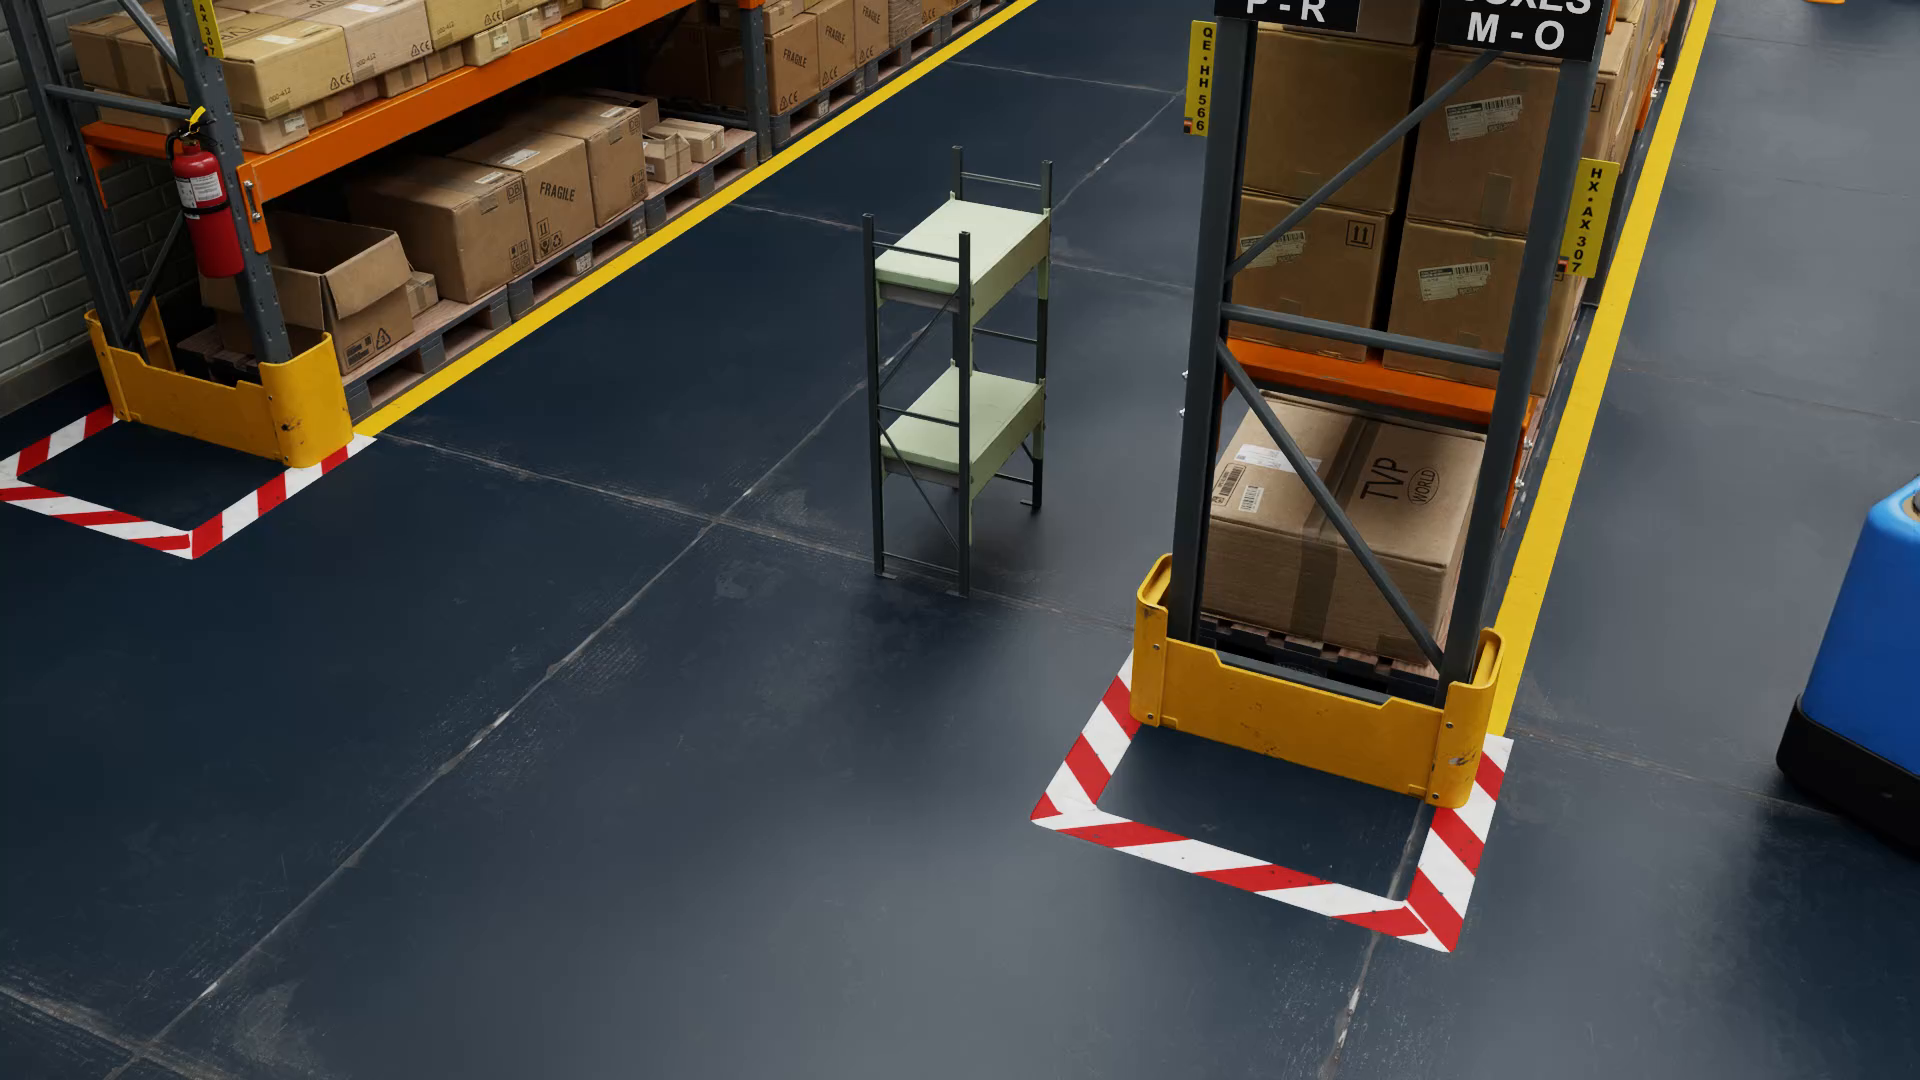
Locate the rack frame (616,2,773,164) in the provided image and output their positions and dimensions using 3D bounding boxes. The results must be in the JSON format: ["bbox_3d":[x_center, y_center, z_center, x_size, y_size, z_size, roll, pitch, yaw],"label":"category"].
[{"bbox_3d":[-1.652,-3.727,9.698,1.000,3.000,0.127,14,36,20],"label":"rack frame"}]

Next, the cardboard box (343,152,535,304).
[{"bbox_3d":[-2.591,-1.565,8.297,0.700,0.500,0.500,16,36,22],"label":"cardboard box"}]

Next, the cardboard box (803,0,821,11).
[{"bbox_3d":[-1.118,-3.532,10.706,0.380,0.149,0.250,12,35,18],"label":"cardboard box"}]

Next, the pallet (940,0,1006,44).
[{"bbox_3d":[-0.325,-4.190,12.947,1.003,0.211,1.213,14,36,20],"label":"pallet"}]

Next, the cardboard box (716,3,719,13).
[{"bbox_3d":[-1.655,-3.510,10.673,0.380,0.149,0.250,14,36,21],"label":"cardboard box"}]

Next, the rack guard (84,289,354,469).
[{"bbox_3d":[-3.294,-0.727,7.403,1.175,0.500,0.348,14,36,20],"label":"rack guard"}]

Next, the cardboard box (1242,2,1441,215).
[{"bbox_3d":[1.170,-1.352,5.074,0.500,0.500,0.500,15,36,22],"label":"cardboard box"}]

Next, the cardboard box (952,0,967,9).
[{"bbox_3d":[-0.179,-4.342,12.534,0.500,0.500,0.500,14,36,20],"label":"cardboard box"}]

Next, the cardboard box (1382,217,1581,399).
[{"bbox_3d":[1.646,-0.813,5.163,0.500,0.500,0.500,14,36,20],"label":"cardboard box"}]

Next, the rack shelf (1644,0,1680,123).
[{"bbox_3d":[3.695,-3.285,9.681,1.077,0.370,4.000,14,36,20],"label":"rack shelf"}]

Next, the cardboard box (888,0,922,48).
[{"bbox_3d":[-0.596,-3.818,11.734,0.500,0.500,0.500,13,35,19],"label":"cardboard box"}]

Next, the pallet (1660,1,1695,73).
[{"bbox_3d":[4.860,-3.805,12.360,1.003,0.211,1.213,14,36,20],"label":"pallet"}]

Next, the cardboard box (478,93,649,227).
[{"bbox_3d":[-2.156,-2.082,9.086,0.700,0.500,0.500,13,35,19],"label":"cardboard box"}]

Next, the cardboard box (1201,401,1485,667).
[{"bbox_3d":[1.370,-0.053,6.050,0.875,0.438,0.875,13,35,19],"label":"cardboard box"}]

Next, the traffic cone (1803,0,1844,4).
[{"bbox_3d":[6.958,-4.575,13.305,0.336,0.463,0.334,14,36,20],"label":"traffic cone"}]

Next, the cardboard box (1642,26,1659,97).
[{"bbox_3d":[2.686,-2.085,7.102,0.500,0.500,0.500,13,36,19],"label":"cardboard box"}]

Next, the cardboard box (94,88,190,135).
[{"bbox_3d":[-3.431,-1.856,7.074,0.380,0.149,0.250,14,36,20],"label":"cardboard box"}]

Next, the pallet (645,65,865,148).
[{"bbox_3d":[-1.346,-2.974,11.094,1.003,0.211,1.213,14,36,20],"label":"pallet"}]

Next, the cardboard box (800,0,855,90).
[{"bbox_3d":[-1.031,-3.314,10.965,0.500,0.500,0.500,14,36,20],"label":"cardboard box"}]

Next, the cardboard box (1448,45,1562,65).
[{"bbox_3d":[1.584,-1.442,4.619,0.380,0.149,0.250,15,36,21],"label":"cardboard box"}]

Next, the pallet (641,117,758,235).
[{"bbox_3d":[-1.940,-2.219,9.941,1.003,0.211,1.213,14,36,20],"label":"pallet"}]

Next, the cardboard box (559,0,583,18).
[{"bbox_3d":[-2.157,-2.774,8.475,0.380,0.149,0.250,15,36,21],"label":"cardboard box"}]

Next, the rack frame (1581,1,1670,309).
[{"bbox_3d":[2.858,-2.590,7.964,1.000,3.000,0.127,14,36,20],"label":"rack frame"}]

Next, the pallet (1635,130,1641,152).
[{"bbox_3d":[3.621,-2.435,10.271,1.003,0.211,1.213,14,36,20],"label":"pallet"}]

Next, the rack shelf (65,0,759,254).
[{"bbox_3d":[-2.489,-2.430,8.376,1.077,0.370,4.000,14,36,20],"label":"rack shelf"}]

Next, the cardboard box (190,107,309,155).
[{"bbox_3d":[-2.939,-1.730,6.882,0.380,0.149,0.250,14,36,20],"label":"cardboard box"}]

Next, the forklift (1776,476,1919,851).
[{"bbox_3d":[4.169,-0.711,5.161,3.031,2.935,1.130,-23,40,-31],"label":"forklift"}]

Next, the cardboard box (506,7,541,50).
[{"bbox_3d":[-2.263,-2.496,8.051,0.380,0.149,0.250,15,36,22],"label":"cardboard box"}]

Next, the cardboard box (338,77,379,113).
[{"bbox_3d":[-2.796,-2.006,7.303,0.380,0.149,0.250,14,36,20],"label":"cardboard box"}]

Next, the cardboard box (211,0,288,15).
[{"bbox_3d":[-3.157,-2.343,7.453,0.500,0.250,0.500,14,36,21],"label":"cardboard box"}]

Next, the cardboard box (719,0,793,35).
[{"bbox_3d":[-1.260,-3.246,10.270,0.380,0.149,0.250,16,36,23],"label":"cardboard box"}]

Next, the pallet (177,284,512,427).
[{"bbox_3d":[-2.961,-1.003,8.088,1.003,0.211,1.213,14,36,20],"label":"pallet"}]

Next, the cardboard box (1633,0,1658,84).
[{"bbox_3d":[2.270,-1.997,6.057,0.500,0.500,0.500,14,36,21],"label":"cardboard box"}]

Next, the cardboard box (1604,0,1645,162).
[{"bbox_3d":[1.854,-1.490,5.284,0.500,0.500,0.500,13,35,19],"label":"cardboard box"}]

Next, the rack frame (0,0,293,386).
[{"bbox_3d":[-3.326,-1.735,6.660,1.000,3.000,0.127,14,36,20],"label":"rack frame"}]

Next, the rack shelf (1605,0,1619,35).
[{"bbox_3d":[2.021,-2.547,5.820,1.077,0.370,4.000,14,36,20],"label":"rack shelf"}]

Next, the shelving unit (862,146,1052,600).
[{"bbox_3d":[0.003,-0.631,6.344,0.431,1.500,0.755,14,36,20],"label":"shelving unit"}]

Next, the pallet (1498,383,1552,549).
[{"bbox_3d":[1.960,-0.453,7.249,1.003,0.211,1.213,14,36,20],"label":"pallet"}]

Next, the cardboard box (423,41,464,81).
[{"bbox_3d":[-2.529,-2.252,7.678,0.380,0.149,0.250,15,36,21],"label":"cardboard box"}]

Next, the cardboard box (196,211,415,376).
[{"bbox_3d":[-2.984,-1.149,7.661,0.797,0.503,0.637,13,35,19],"label":"cardboard box"}]

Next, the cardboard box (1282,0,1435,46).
[{"bbox_3d":[1.153,-1.554,4.789,0.380,0.149,0.250,15,36,21],"label":"cardboard box"}]

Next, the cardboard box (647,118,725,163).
[{"bbox_3d":[-1.618,-2.365,9.839,0.380,0.149,0.250,13,35,19],"label":"cardboard box"}]

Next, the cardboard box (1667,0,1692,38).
[{"bbox_3d":[4.777,-3.938,12.033,0.950,0.372,0.625,12,35,17],"label":"cardboard box"}]

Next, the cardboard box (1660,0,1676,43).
[{"bbox_3d":[3.282,-2.686,8.247,0.500,0.250,0.500,13,36,19],"label":"cardboard box"}]

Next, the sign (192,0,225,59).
[{"bbox_3d":[-2.833,-1.972,6.233,0.100,0.325,0.005,14,36,20],"label":"sign"}]

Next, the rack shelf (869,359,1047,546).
[{"bbox_3d":[0.003,-0.358,6.523,0.431,0.370,0.720,14,36,20],"label":"rack shelf"}]

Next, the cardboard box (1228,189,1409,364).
[{"bbox_3d":[1.146,-0.940,5.358,0.500,0.500,0.500,14,36,21],"label":"cardboard box"}]

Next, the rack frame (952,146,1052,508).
[{"bbox_3d":[0.156,-0.813,6.622,0.400,1.500,0.023,14,36,20],"label":"rack frame"}]

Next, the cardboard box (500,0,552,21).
[{"bbox_3d":[-2.277,-2.724,8.035,0.500,0.250,0.500,13,36,19],"label":"cardboard box"}]

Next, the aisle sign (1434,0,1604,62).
[{"bbox_3d":[1.418,-1.582,4.057,0.394,0.787,0.004,14,36,20],"label":"aisle sign"}]

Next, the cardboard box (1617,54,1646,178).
[{"bbox_3d":[2.256,-1.574,6.323,0.500,0.500,0.500,15,36,22],"label":"cardboard box"}]

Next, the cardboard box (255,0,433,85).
[{"bbox_3d":[-2.680,-2.212,7.253,0.500,0.250,0.500,15,36,21],"label":"cardboard box"}]
